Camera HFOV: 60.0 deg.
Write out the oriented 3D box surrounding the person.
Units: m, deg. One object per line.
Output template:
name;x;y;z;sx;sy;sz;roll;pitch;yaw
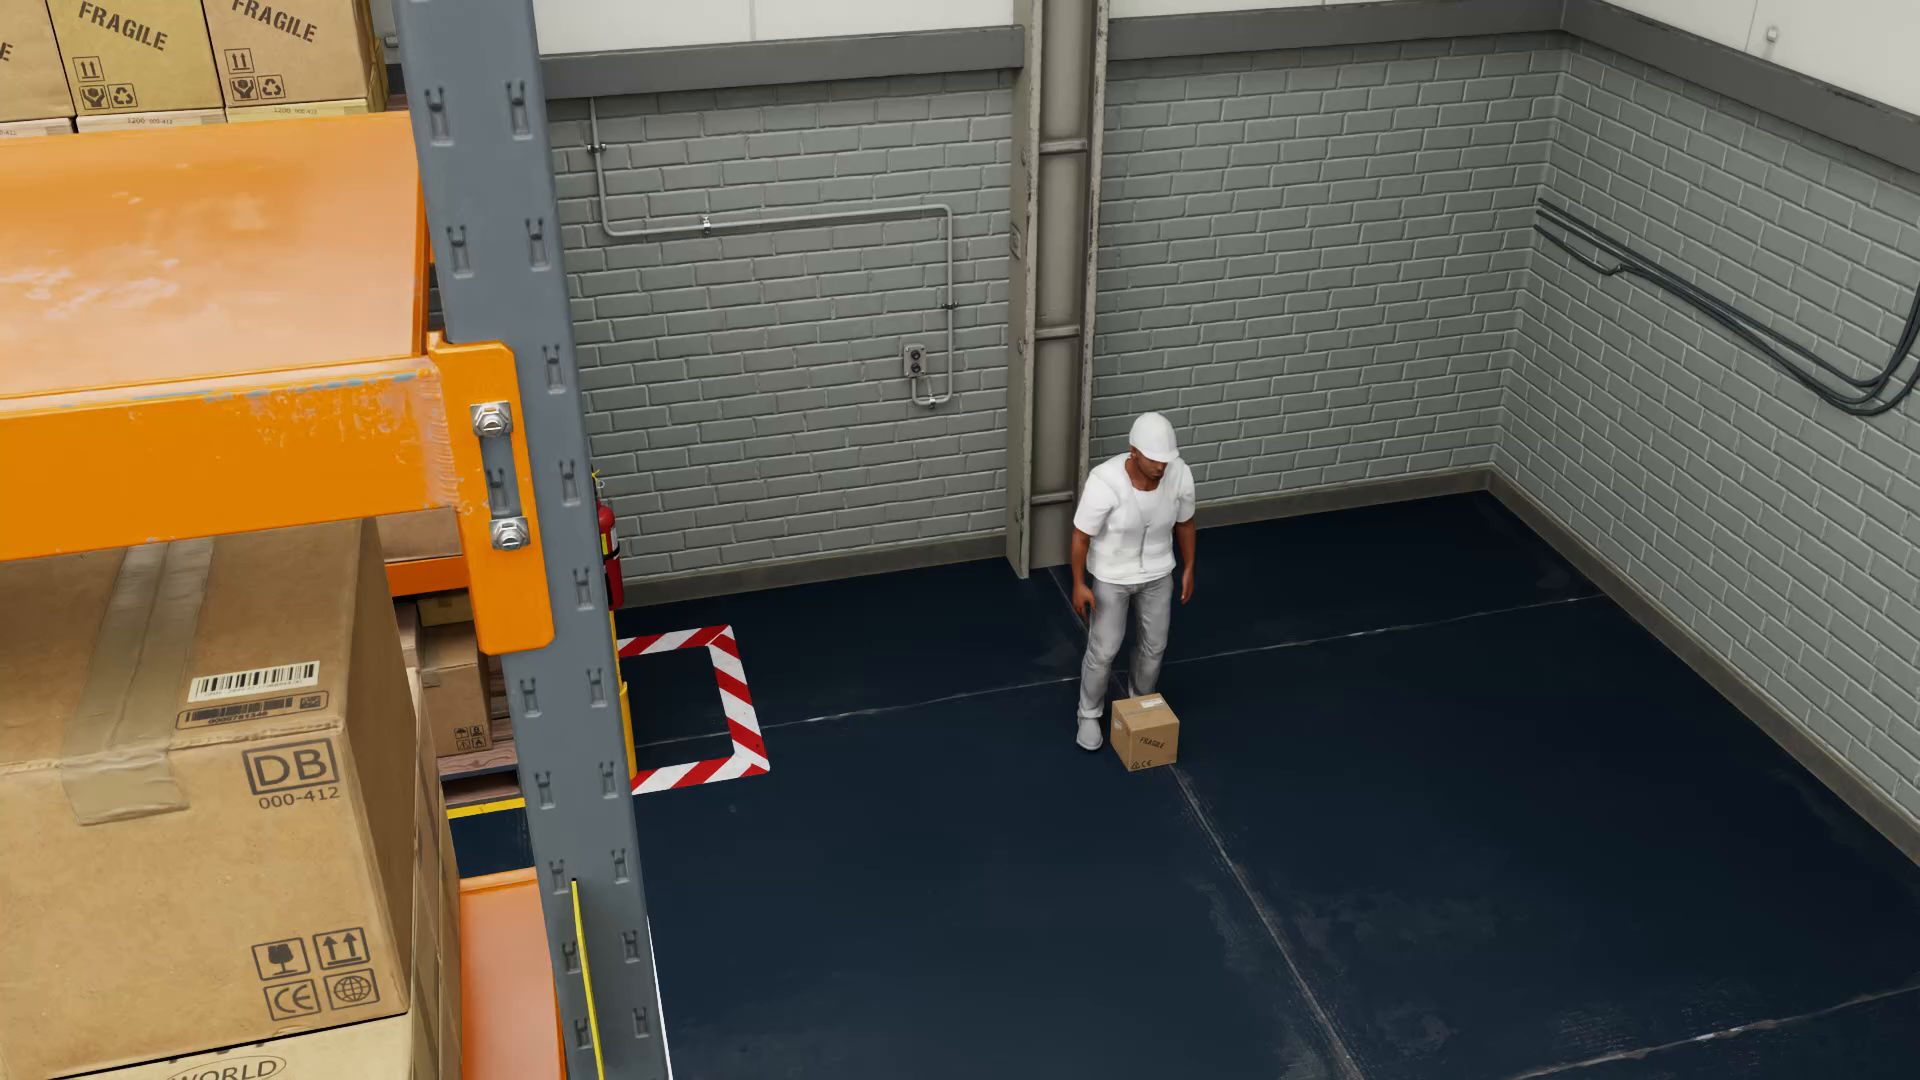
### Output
person;0.830;-0.126;7.739;0.633;1.059;0.463;-8;31;-14
